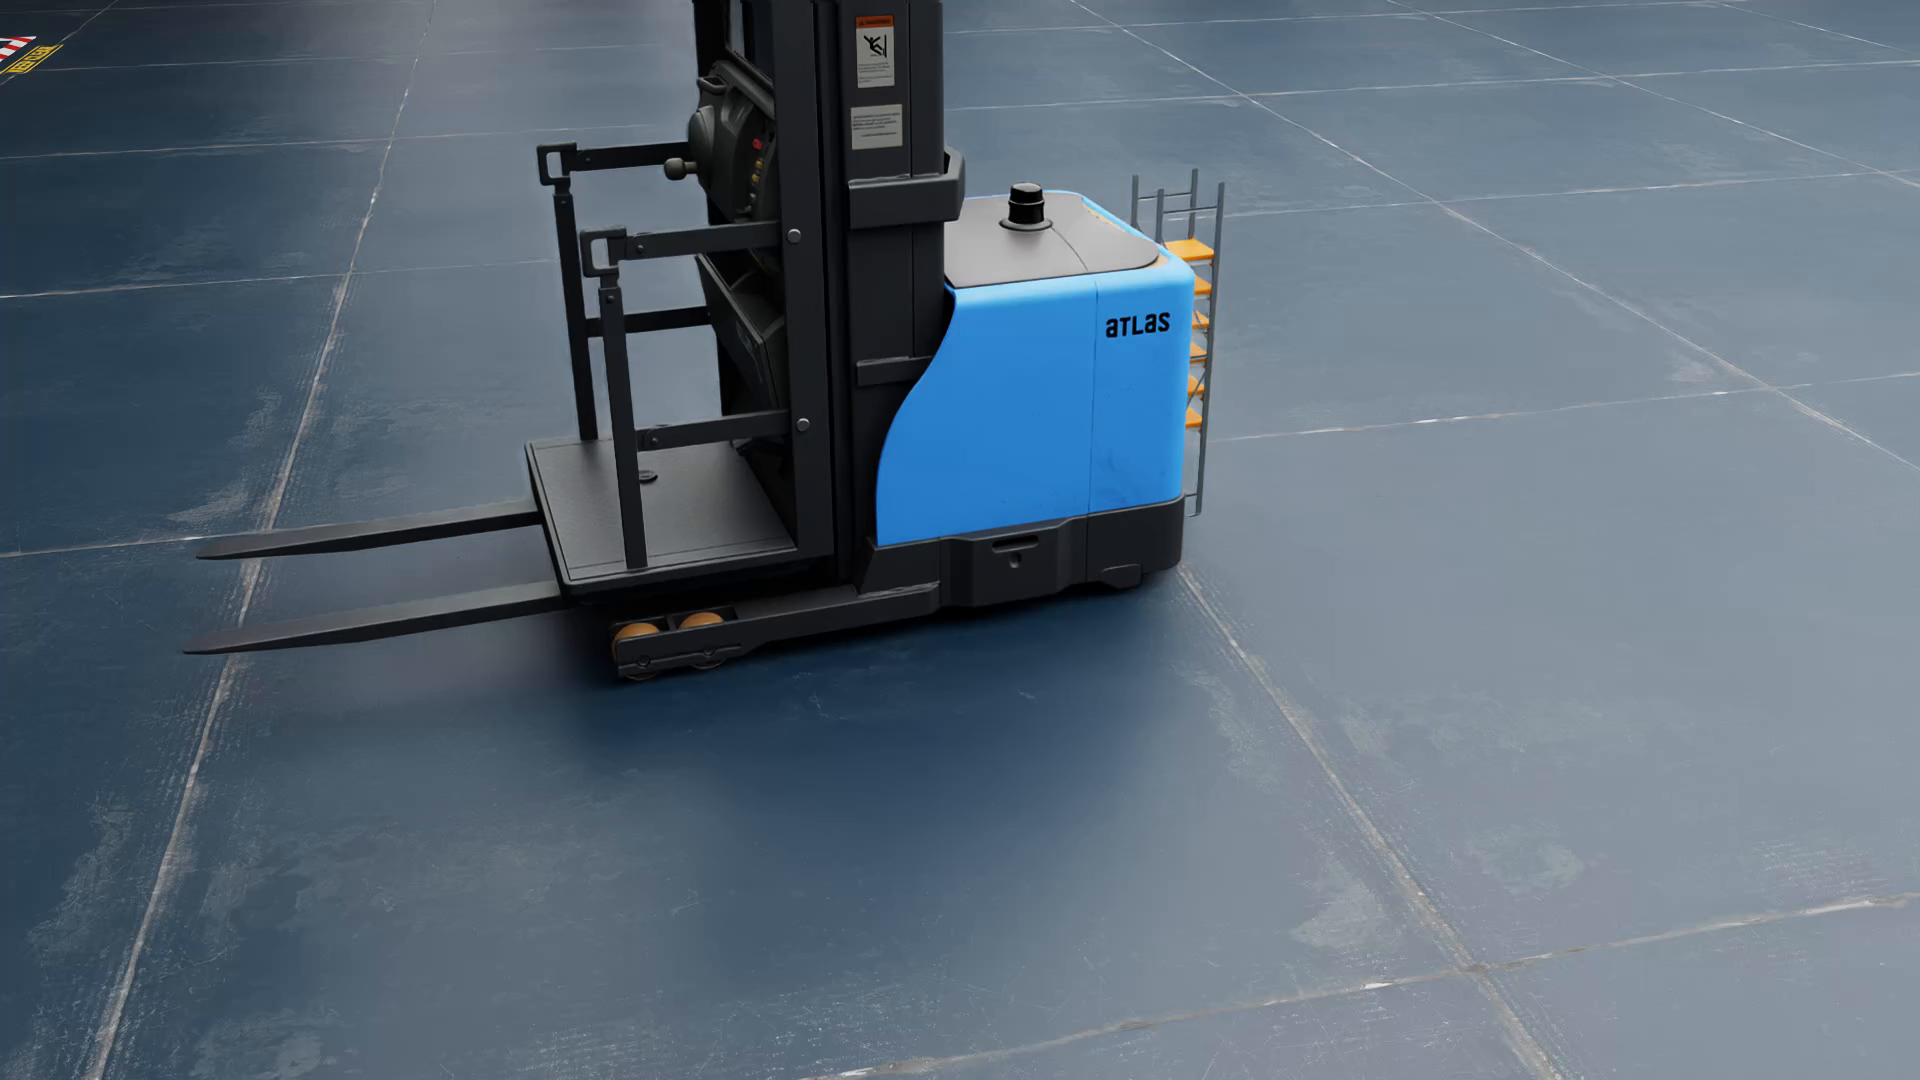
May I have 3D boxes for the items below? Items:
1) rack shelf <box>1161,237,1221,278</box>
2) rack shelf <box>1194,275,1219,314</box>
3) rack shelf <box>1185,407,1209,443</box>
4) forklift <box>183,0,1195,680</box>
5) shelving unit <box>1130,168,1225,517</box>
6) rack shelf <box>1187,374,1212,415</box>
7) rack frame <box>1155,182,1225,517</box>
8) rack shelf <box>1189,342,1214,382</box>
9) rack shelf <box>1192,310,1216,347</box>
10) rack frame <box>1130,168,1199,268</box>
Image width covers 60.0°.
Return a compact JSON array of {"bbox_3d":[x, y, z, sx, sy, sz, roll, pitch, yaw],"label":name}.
[{"bbox_3d":[0.714,-0.926,5.554,0.258,0.103,0.180,-10,28,-18],"label":"rack shelf"},{"bbox_3d":[0.714,-0.819,5.608,0.258,0.103,0.180,-10,28,-18],"label":"rack shelf"},{"bbox_3d":[0.714,-0.391,5.824,0.258,0.103,0.180,-10,28,-18],"label":"rack shelf"},{"bbox_3d":[-0.845,-1.161,4.798,3.031,2.935,1.130,-9,28,-17],"label":"forklift"},{"bbox_3d":[0.714,-0.645,5.696,0.258,1.200,0.189,-10,28,-18],"label":"shelving unit"},{"bbox_3d":[0.714,-0.498,5.770,0.258,0.103,0.180,-10,28,-18],"label":"rack shelf"},{"bbox_3d":[0.746,-0.606,5.619,0.240,1.200,0.006,-10,28,-18],"label":"rack frame"},{"bbox_3d":[0.714,-0.605,5.716,0.258,0.103,0.180,-10,28,-18],"label":"rack shelf"},{"bbox_3d":[0.714,-0.712,5.662,0.258,0.103,0.180,-10,28,-18],"label":"rack shelf"},{"bbox_3d":[0.682,-0.683,5.772,0.240,1.200,0.006,-10,28,-18],"label":"rack frame"}]
